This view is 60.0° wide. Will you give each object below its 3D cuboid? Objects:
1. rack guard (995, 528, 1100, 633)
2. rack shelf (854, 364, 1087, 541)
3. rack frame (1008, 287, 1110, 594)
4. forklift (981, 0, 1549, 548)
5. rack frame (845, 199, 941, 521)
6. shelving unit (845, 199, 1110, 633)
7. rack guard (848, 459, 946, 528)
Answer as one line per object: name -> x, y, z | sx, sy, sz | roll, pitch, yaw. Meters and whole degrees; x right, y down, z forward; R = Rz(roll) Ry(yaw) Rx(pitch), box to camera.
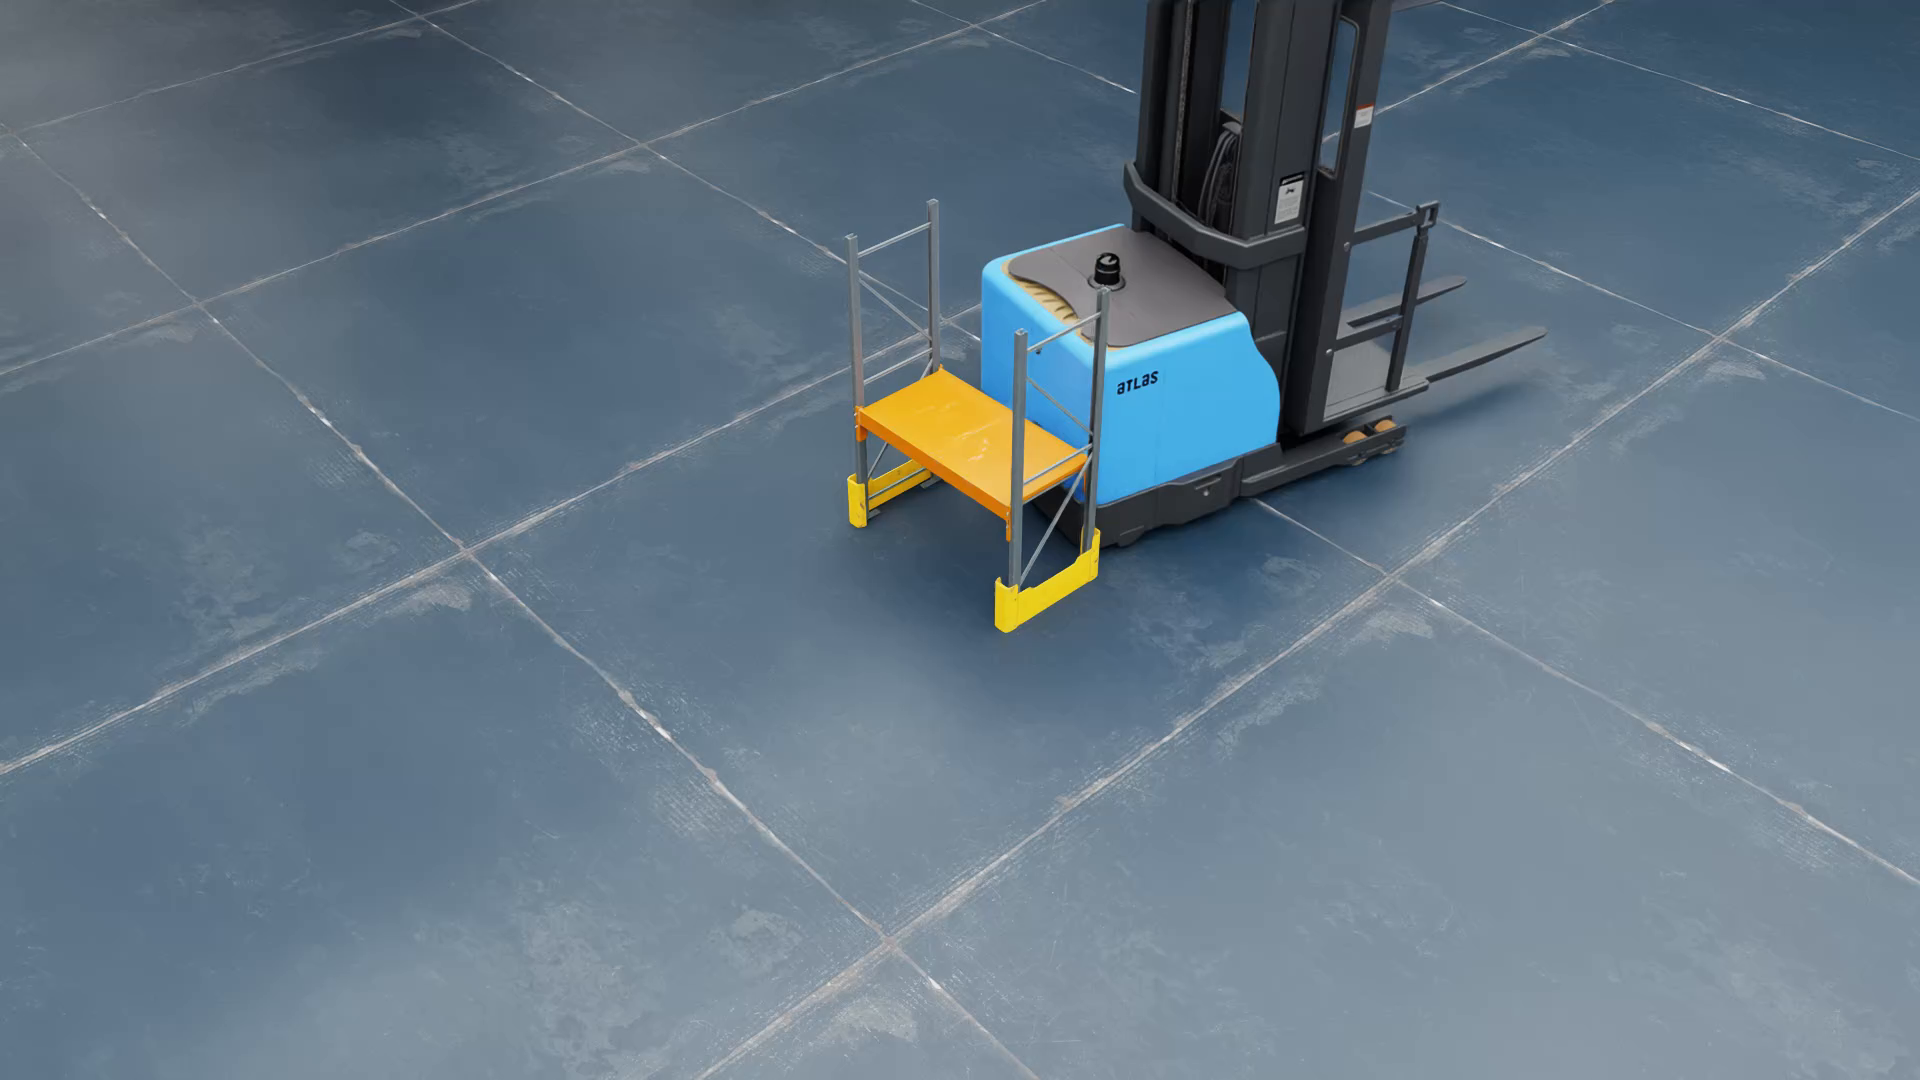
rack guard -> 0.388, 0.169, 7.342 | 0.587, 0.250, 0.087 | -30, 48, -32
rack shelf -> 0.058, -0.404, 7.343 | 0.538, 0.185, 1.000 | -30, 48, -32
rack frame -> 0.402, -0.309, 6.939 | 0.500, 1.500, 0.032 | -30, 48, -32
forklift -> 1.623, -1.778, 7.618 | 3.031, 2.935, 1.130 | -20, 43, -23
rack frame -> -0.286, -0.779, 7.521 | 0.500, 1.500, 0.032 | -30, 48, -32
shelving unit -> 0.052, -0.548, 7.235 | 0.587, 1.500, 1.083 | -30, 48, -32
rack guard -> -0.285, -0.292, 7.913 | 0.587, 0.250, 0.087 | -30, 48, -32
